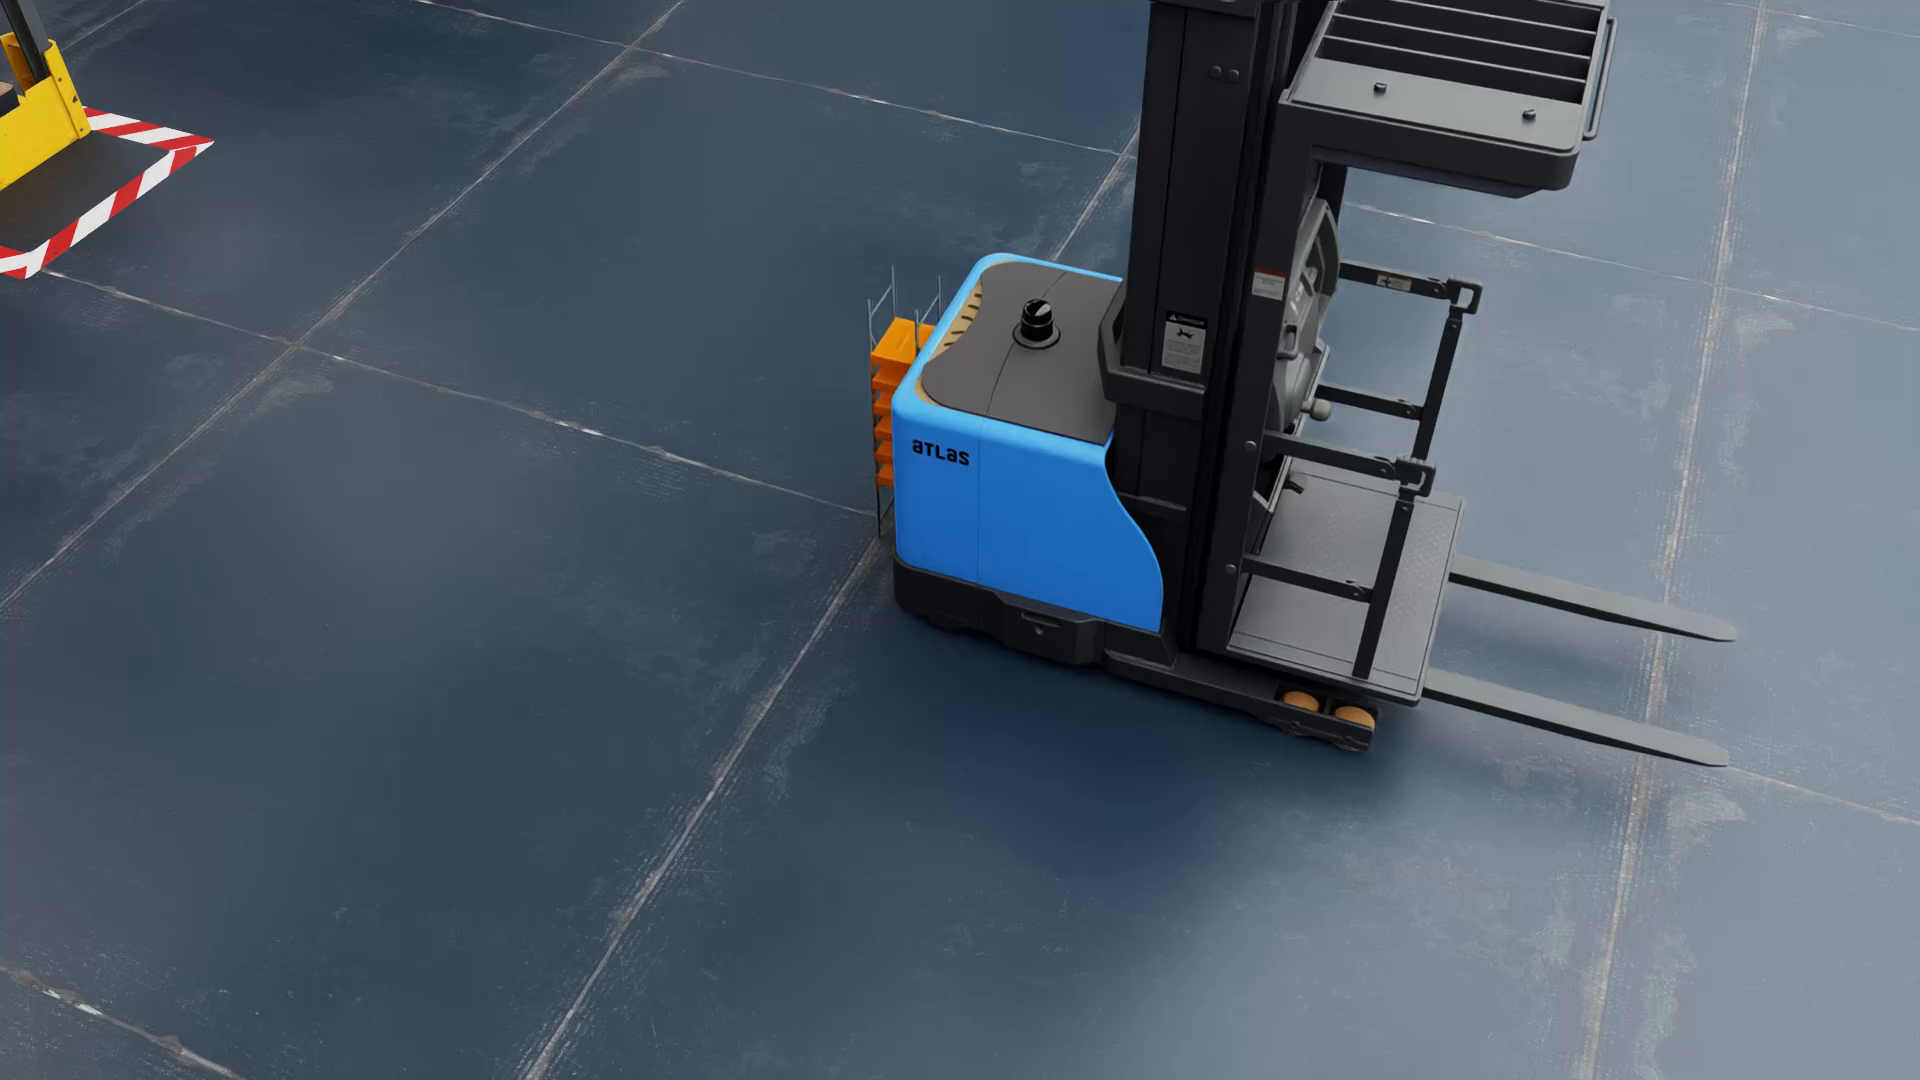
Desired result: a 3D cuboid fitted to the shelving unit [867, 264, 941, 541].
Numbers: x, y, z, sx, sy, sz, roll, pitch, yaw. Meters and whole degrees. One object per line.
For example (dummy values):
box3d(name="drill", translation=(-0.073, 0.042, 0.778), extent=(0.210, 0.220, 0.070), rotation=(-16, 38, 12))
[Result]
box3d(name="shelving unit", translation=(-0.202, -0.479, 6.381), extent=(0.189, 1.200, 0.258), rotation=(15, 47, 14))

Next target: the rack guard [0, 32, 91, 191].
box3d(name="rack guard", translation=(-5.051, -2.072, 8.478), extent=(0.348, 0.500, 1.175), rotation=(16, 47, 16))

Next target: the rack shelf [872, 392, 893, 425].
box3d(name="rack shelf", translation=(-0.202, -0.532, 6.327), extent=(0.180, 0.103, 0.258), rotation=(15, 47, 14))

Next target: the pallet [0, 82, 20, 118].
box3d(name="pallet", translation=(-5.798, -2.194, 8.806), extent=(1.213, 0.211, 1.003), rotation=(16, 47, 16))

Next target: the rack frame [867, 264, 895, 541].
box3d(name="rack frame", translation=(-0.287, -0.502, 6.404), extent=(0.006, 1.200, 0.240), rotation=(15, 47, 14))

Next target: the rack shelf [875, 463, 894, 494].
box3d(name="rack shelf", translation=(-0.202, -0.277, 6.581), extent=(0.180, 0.103, 0.258), rotation=(15, 47, 14))

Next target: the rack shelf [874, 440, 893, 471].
box3d(name="rack shelf", translation=(-0.202, -0.362, 6.497), extent=(0.180, 0.103, 0.258), rotation=(15, 47, 14))

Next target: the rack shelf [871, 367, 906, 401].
box3d(name="rack shelf", translation=(-0.202, -0.618, 6.243), extent=(0.180, 0.103, 0.258), rotation=(15, 47, 14))

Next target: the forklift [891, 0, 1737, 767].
box3d(name="forklift", translation=(1.316, -0.708, 5.384), extent=(3.031, 2.935, 1.130), rotation=(15, 47, 14))

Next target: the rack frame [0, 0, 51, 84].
box3d(name="rack frame", translation=(-4.962, -2.968, 7.607), extent=(0.127, 3.000, 1.000), rotation=(16, 47, 16))

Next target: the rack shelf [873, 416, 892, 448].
box3d(name="rack shelf", translation=(-0.202, -0.447, 6.412), extent=(0.180, 0.103, 0.258), rotation=(15, 47, 14))

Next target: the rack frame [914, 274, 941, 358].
box3d(name="rack frame", translation=(-0.116, -0.456, 6.358), extent=(0.006, 1.200, 0.240), rotation=(15, 47, 14))

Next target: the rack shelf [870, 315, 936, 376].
box3d(name="rack shelf", translation=(-0.202, -0.703, 6.158), extent=(0.180, 0.103, 0.258), rotation=(15, 47, 14))
